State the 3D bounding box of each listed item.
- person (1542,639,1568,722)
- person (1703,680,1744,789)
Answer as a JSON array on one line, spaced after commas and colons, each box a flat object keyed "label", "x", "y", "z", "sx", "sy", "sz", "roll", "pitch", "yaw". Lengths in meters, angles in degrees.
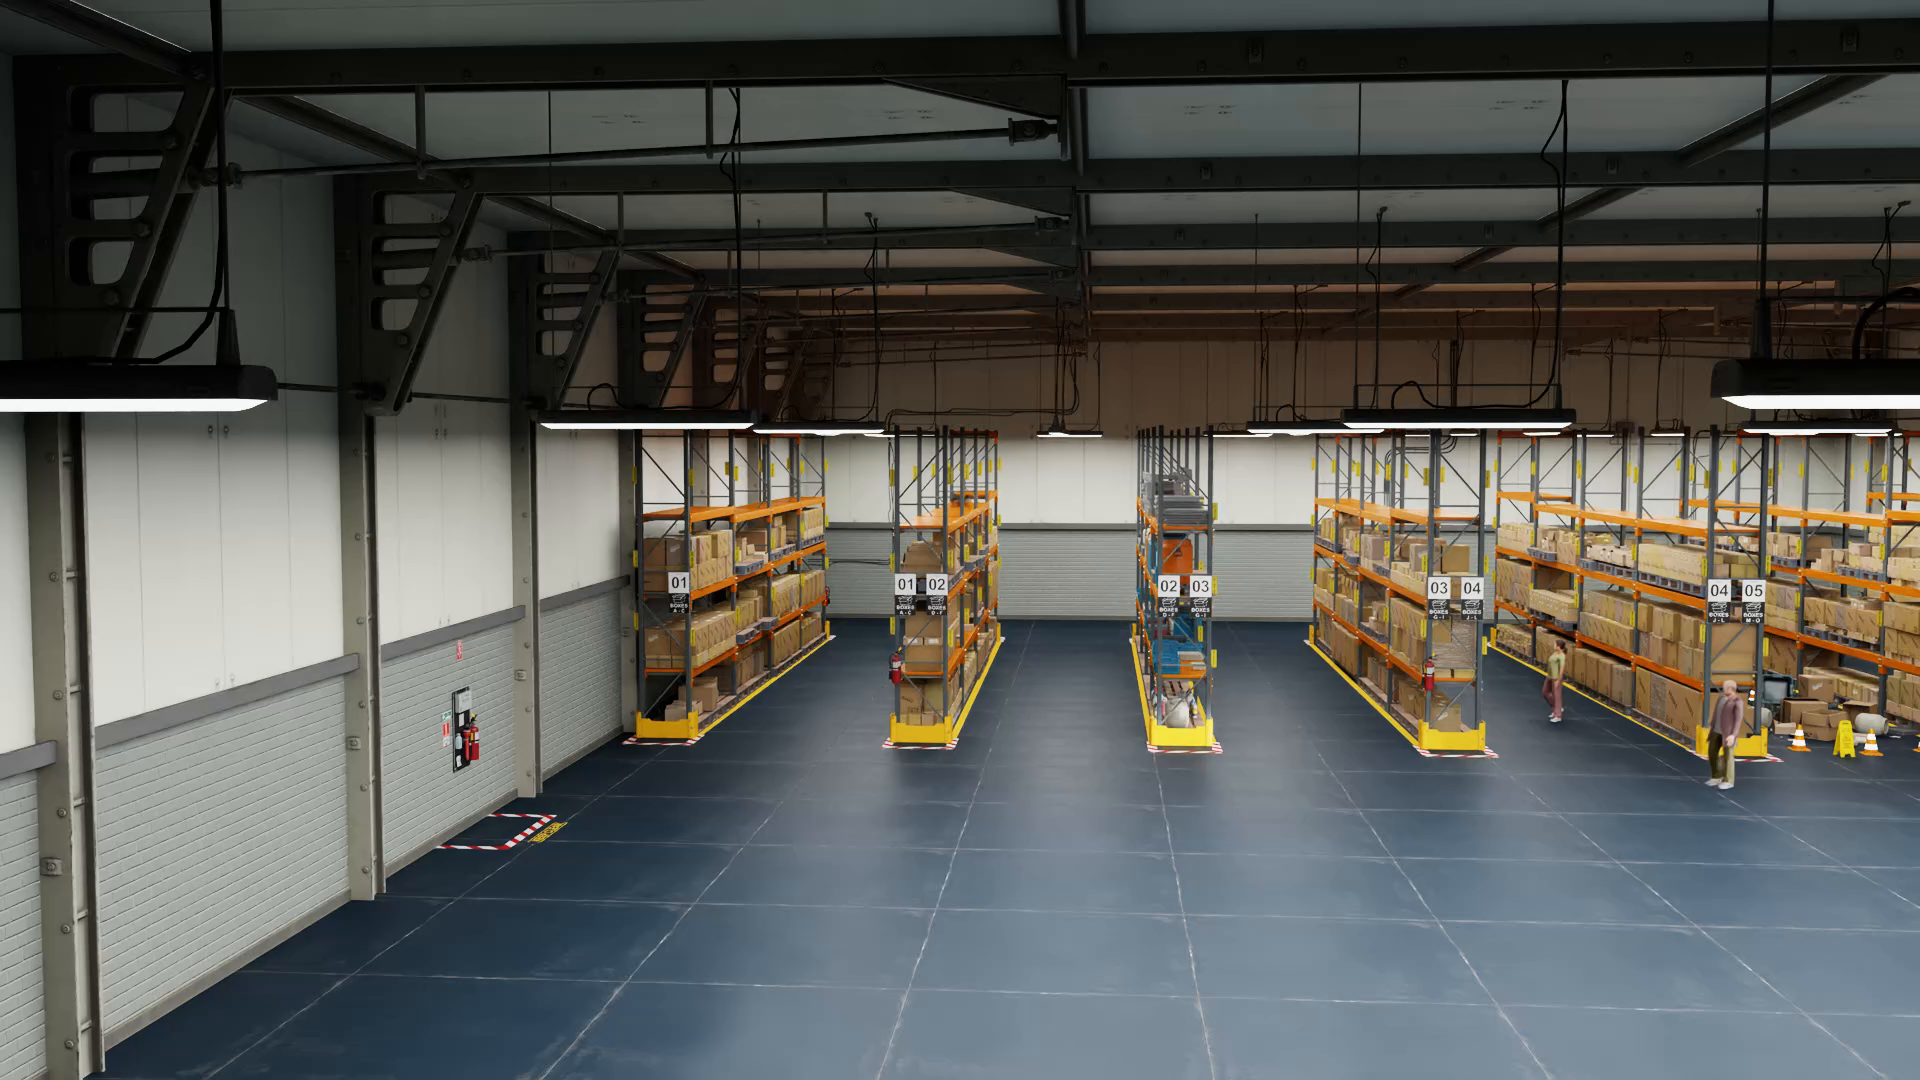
[{"label": "person", "x": 12.149, "y": 2.845, "z": 33.895, "sx": 0.454, "sy": 1.669, "sz": 0.545, "roll": -1, "pitch": 3, "yaw": -11}, {"label": "person", "x": 12.551, "y": 3.200, "z": 27.389, "sx": 0.473, "sy": 1.812, "sz": 0.675, "roll": -2, "pitch": 4, "yaw": -25}]
